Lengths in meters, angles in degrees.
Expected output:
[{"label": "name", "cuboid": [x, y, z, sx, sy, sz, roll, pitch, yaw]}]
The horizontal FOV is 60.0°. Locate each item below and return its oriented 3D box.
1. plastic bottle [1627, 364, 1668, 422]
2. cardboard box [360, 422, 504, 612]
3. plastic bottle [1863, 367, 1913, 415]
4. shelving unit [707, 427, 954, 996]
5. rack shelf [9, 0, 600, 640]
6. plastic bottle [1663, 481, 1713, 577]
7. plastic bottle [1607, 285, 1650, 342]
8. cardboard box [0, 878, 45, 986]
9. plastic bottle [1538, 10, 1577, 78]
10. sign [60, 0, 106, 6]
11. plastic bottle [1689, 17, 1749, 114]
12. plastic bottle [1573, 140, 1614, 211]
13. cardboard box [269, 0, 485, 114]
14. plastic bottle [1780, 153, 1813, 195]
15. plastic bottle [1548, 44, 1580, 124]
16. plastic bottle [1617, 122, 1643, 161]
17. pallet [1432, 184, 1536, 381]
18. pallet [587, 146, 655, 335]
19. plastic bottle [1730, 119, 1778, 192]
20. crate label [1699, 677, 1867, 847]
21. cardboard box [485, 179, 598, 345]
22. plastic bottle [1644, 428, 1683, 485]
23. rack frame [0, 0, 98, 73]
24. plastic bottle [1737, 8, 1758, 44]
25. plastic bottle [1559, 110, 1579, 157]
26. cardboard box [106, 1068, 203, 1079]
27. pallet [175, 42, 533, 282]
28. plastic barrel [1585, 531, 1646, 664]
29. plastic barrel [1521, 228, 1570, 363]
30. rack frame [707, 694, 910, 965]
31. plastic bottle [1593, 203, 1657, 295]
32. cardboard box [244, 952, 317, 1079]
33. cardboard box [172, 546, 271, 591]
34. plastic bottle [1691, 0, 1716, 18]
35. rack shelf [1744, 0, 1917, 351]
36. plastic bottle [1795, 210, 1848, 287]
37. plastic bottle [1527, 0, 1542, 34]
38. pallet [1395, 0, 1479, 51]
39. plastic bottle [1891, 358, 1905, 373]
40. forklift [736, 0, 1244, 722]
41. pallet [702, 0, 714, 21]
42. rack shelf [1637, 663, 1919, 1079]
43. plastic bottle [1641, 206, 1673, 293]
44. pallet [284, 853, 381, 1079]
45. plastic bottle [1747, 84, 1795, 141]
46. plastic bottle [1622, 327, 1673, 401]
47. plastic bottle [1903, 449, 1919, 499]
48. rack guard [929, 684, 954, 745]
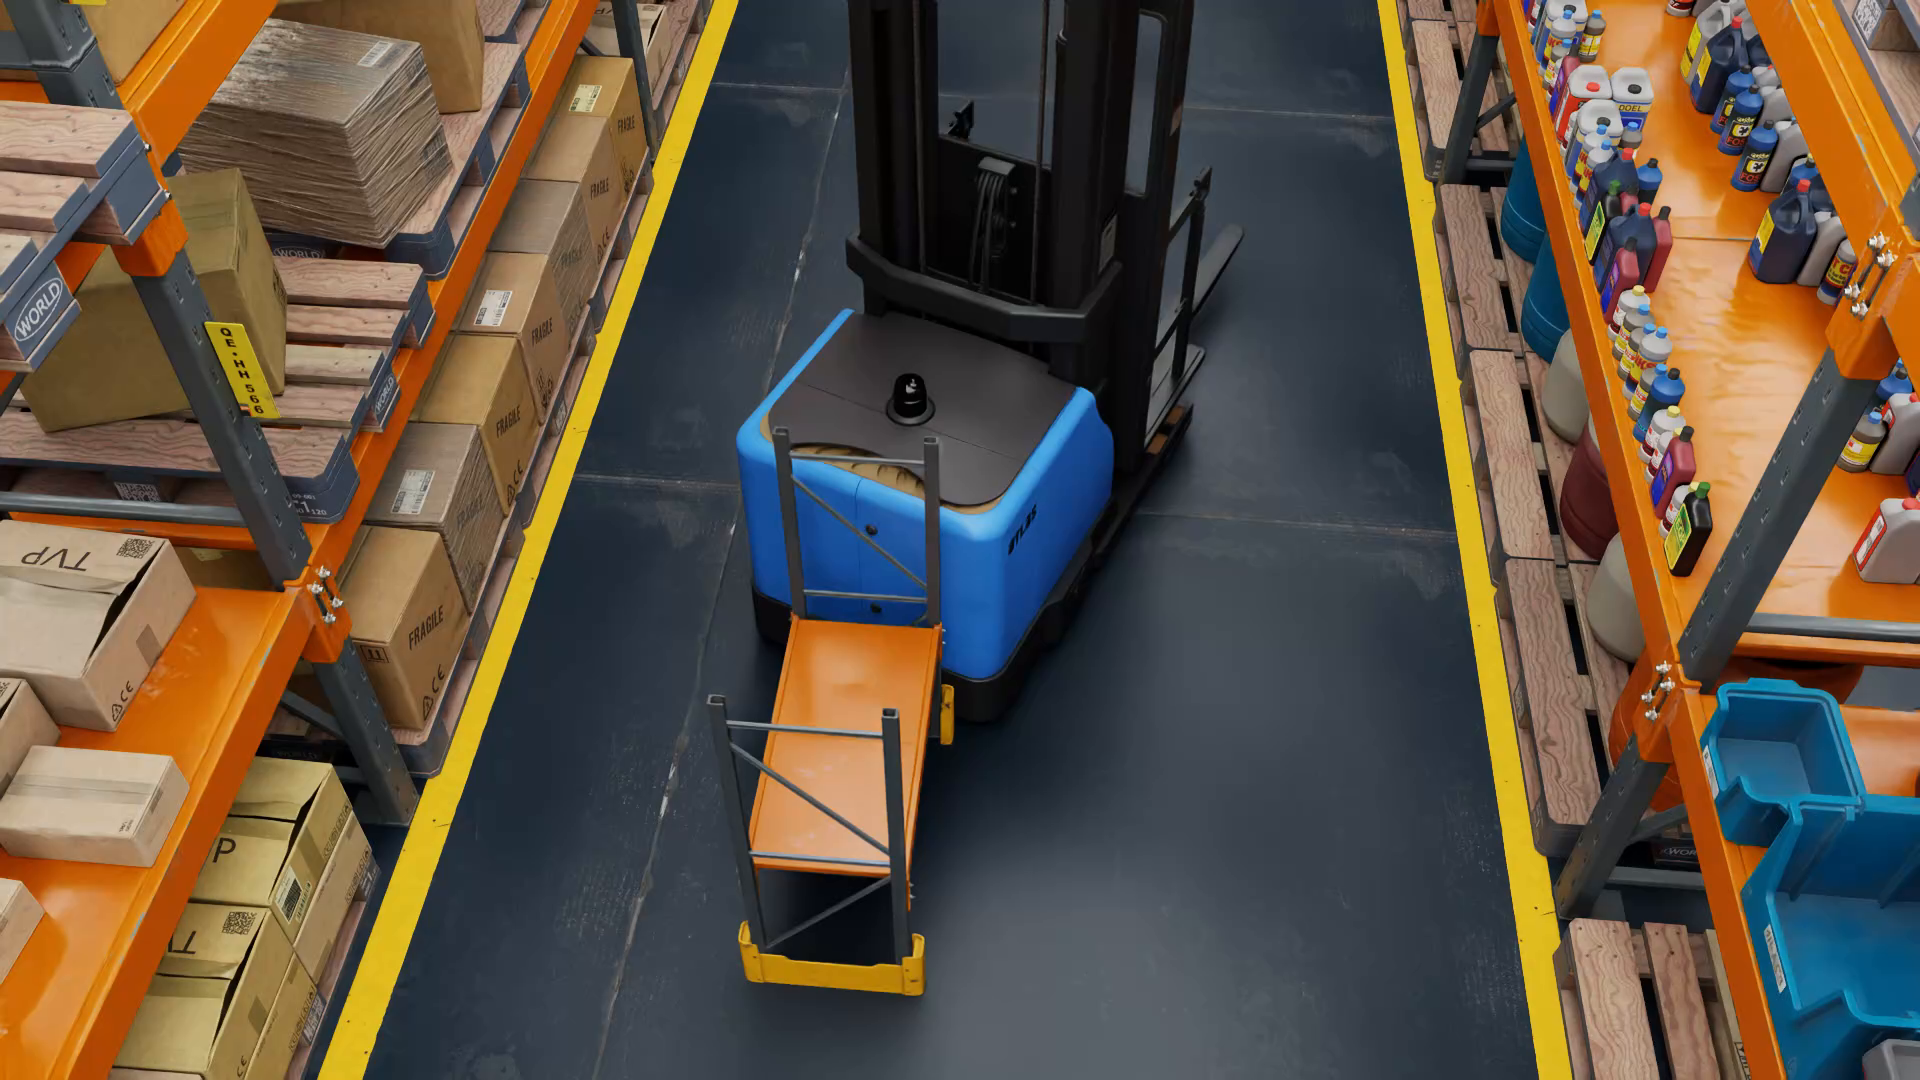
[{"label": "plastic bottle", "cuboid": [2.200, -0.474, 5.285, 0.097, 0.201, 0.097, 0, 48, 0]}, {"label": "cardboard box", "cuboid": [-2.053, -0.088, 6.194, 0.500, 0.500, 0.500, 2, 48, 2]}, {"label": "plastic bottle", "cuboid": [2.892, -0.428, 5.195, 0.097, 0.271, 0.097, 0, 48, 0]}, {"label": "shelving unit", "cuboid": [-0.361, 0.558, 5.223, 0.587, 1.500, 1.083, 4, 48, 4]}, {"label": "rack shelf", "cuboid": [-2.238, -1.310, 6.403, 1.077, 0.370, 4.000, 4, 48, 4]}, {"label": "plastic bottle", "cuboid": [2.124, -0.034, 4.827, 0.061, 0.283, 0.133, 4, 48, 4]}, {"label": "plastic bottle", "cuboid": [2.236, -0.760, 5.547, 0.097, 0.201, 0.097, 0, 48, 0]}, {"label": "cardboard box", "cuboid": [-2.481, 0.943, 4.025, 0.380, 0.149, 0.250, 7, 48, 6]}, {"label": "plastic bottle", "cuboid": [2.383, -1.976, 6.612, 0.097, 0.271, 0.097, 0, 48, 0]}, {"label": "sign", "cuboid": [-1.869, -1.253, 3.427, 0.100, 0.325, 0.005, 4, 48, 4]}, {"label": "plastic bottle", "cuboid": [2.958, -1.846, 6.439, 0.144, 0.351, 0.185, 4, 48, 4]}, {"label": "plastic bottle", "cuboid": [2.302, -1.323, 6.014, 0.097, 0.271, 0.097, 0, 48, 0]}, {"label": "cardboard box", "cuboid": [-2.156, -1.896, 6.099, 0.700, 0.500, 0.500, -7, 48, -6]}, {"label": "plastic bottle", "cuboid": [3.066, -1.313, 6.053, 0.097, 0.201, 0.097, 0, 48, 0]}, {"label": "plastic bottle", "cuboid": [2.337, -1.754, 6.400, 0.061, 0.283, 0.133, 4, 48, 4]}, {"label": "plastic bottle", "cuboid": [2.475, -1.459, 6.187, 0.097, 0.201, 0.097, 0, 48, 0]}, {"label": "pallet", "cuboid": [2.764, -1.181, 7.687, 1.003, 0.211, 1.213, 4, 48, 4]}, {"label": "pallet", "cuboid": [-2.093, -1.481, 7.962, 1.003, 0.211, 1.213, 4, 48, 4]}, {"label": "plastic bottle", "cuboid": [2.924, -1.418, 6.102, 0.097, 0.271, 0.097, 0, 48, 0]}, {"label": "crate label", "cuboid": [2.100, 0.594, 4.288, 0.303, 0.233, 0.416, 4, 48, 4]}, {"label": "cardboard box", "cuboid": [-1.915, -1.214, 7.224, 0.500, 0.500, 0.500, 4, 48, 4]}, {"label": "plastic bottle", "cuboid": [2.173, -0.259, 5.089, 0.097, 0.201, 0.097, 0, 48, 0]}, {"label": "rack frame", "cuboid": [-2.421, -2.108, 2.580, 1.000, 3.000, 0.127, 4, 48, 4]}, {"label": "plastic bottle", "cuboid": [3.118, -1.973, 6.555, 0.144, 0.351, 0.185, 4, 48, 4]}, {"label": "plastic bottle", "cuboid": [2.332, -1.541, 6.262, 0.097, 0.201, 0.097, 0, 48, 0]}, {"label": "cardboard box", "cuboid": [-2.313, 1.668, 4.390, 0.500, 0.311, 0.500, 4, 48, 3]}, {"label": "pallet", "cuboid": [-2.248, -1.448, 6.171, 1.003, 0.211, 1.213, 4, 48, 4]}, {"label": "plastic barrel", "cuboid": [2.502, 0.169, 5.964, 0.421, 0.512, 0.421, 0, 48, 0]}, {"label": "plastic barrel", "cuboid": [2.745, -1.201, 6.953, 0.600, 0.901, 0.708, 4, 48, 4]}, {"label": "rack frame", "cuboid": [-0.409, 0.938, 4.875, 0.500, 1.500, 0.032, 4, 48, 4]}, {"label": "plastic bottle", "cuboid": [2.284, -1.011, 5.675, 0.144, 0.351, 0.185, 4, 48, 4]}, {"label": "cardboard box", "cuboid": [-2.269, 1.485, 4.938, 0.500, 0.250, 0.500, 3, 48, 3]}, {"label": "cardboard box", "cuboid": [-2.569, -0.091, 6.196, 0.500, 0.500, 0.500, 6, 48, 5]}, {"label": "plastic bottle", "cuboid": [3.162, -2.333, 6.935, 0.152, 0.276, 0.135, 4, 48, 4]}, {"label": "rack shelf", "cuboid": [2.694, -1.986, 4.989, 1.077, 0.370, 4.000, 4, 48, 4]}, {"label": "plastic bottle", "cuboid": [2.999, -1.021, 5.735, 0.152, 0.276, 0.135, 4, 48, 4]}, {"label": "plastic bottle", "cuboid": [2.413, -2.195, 6.859, 0.097, 0.201, 0.097, 0, 48, 0]}, {"label": "pallet", "cuboid": [3.013, -3.187, 9.522, 1.003, 0.211, 1.213, 4, 48, 4]}, {"label": "plastic bottle", "cuboid": [2.965, -0.498, 5.307, 0.097, 0.201, 0.097, 0, 48, 0]}, {"label": "forklift", "cuboid": [0.341, -1.421, 6.063, 1.130, 2.935, 3.031, 21, 51, 18]}, {"label": "pallet", "cuboid": [-1.884, -3.485, 9.794, 1.003, 0.211, 1.213, 4, 48, 4]}, {"label": "rack shelf", "cuboid": [2.329, 1.965, 3.407, 1.077, 0.370, 4.000, 4, 48, 4]}, {"label": "plastic bottle", "cuboid": [2.388, -1.000, 5.711, 0.061, 0.283, 0.133, 4, 48, 4]}, {"label": "pallet", "cuboid": [-2.535, 1.460, 5.271, 1.003, 0.211, 1.213, 4, 48, 4]}, {"label": "plastic bottle", "cuboid": [3.071, -1.595, 6.261, 0.152, 0.276, 0.135, 4, 48, 4]}, {"label": "plastic bottle", "cuboid": [2.209, -0.569, 5.325, 0.097, 0.271, 0.097, 0, 48, 0]}, {"label": "plastic bottle", "cuboid": [2.948, -0.243, 5.018, 0.061, 0.283, 0.133, 4, 48, 4]}, {"label": "rack guard", "cuboid": [-0.315, 0.614, 6.019, 0.587, 0.250, 0.087, 4, 48, 4]}]
